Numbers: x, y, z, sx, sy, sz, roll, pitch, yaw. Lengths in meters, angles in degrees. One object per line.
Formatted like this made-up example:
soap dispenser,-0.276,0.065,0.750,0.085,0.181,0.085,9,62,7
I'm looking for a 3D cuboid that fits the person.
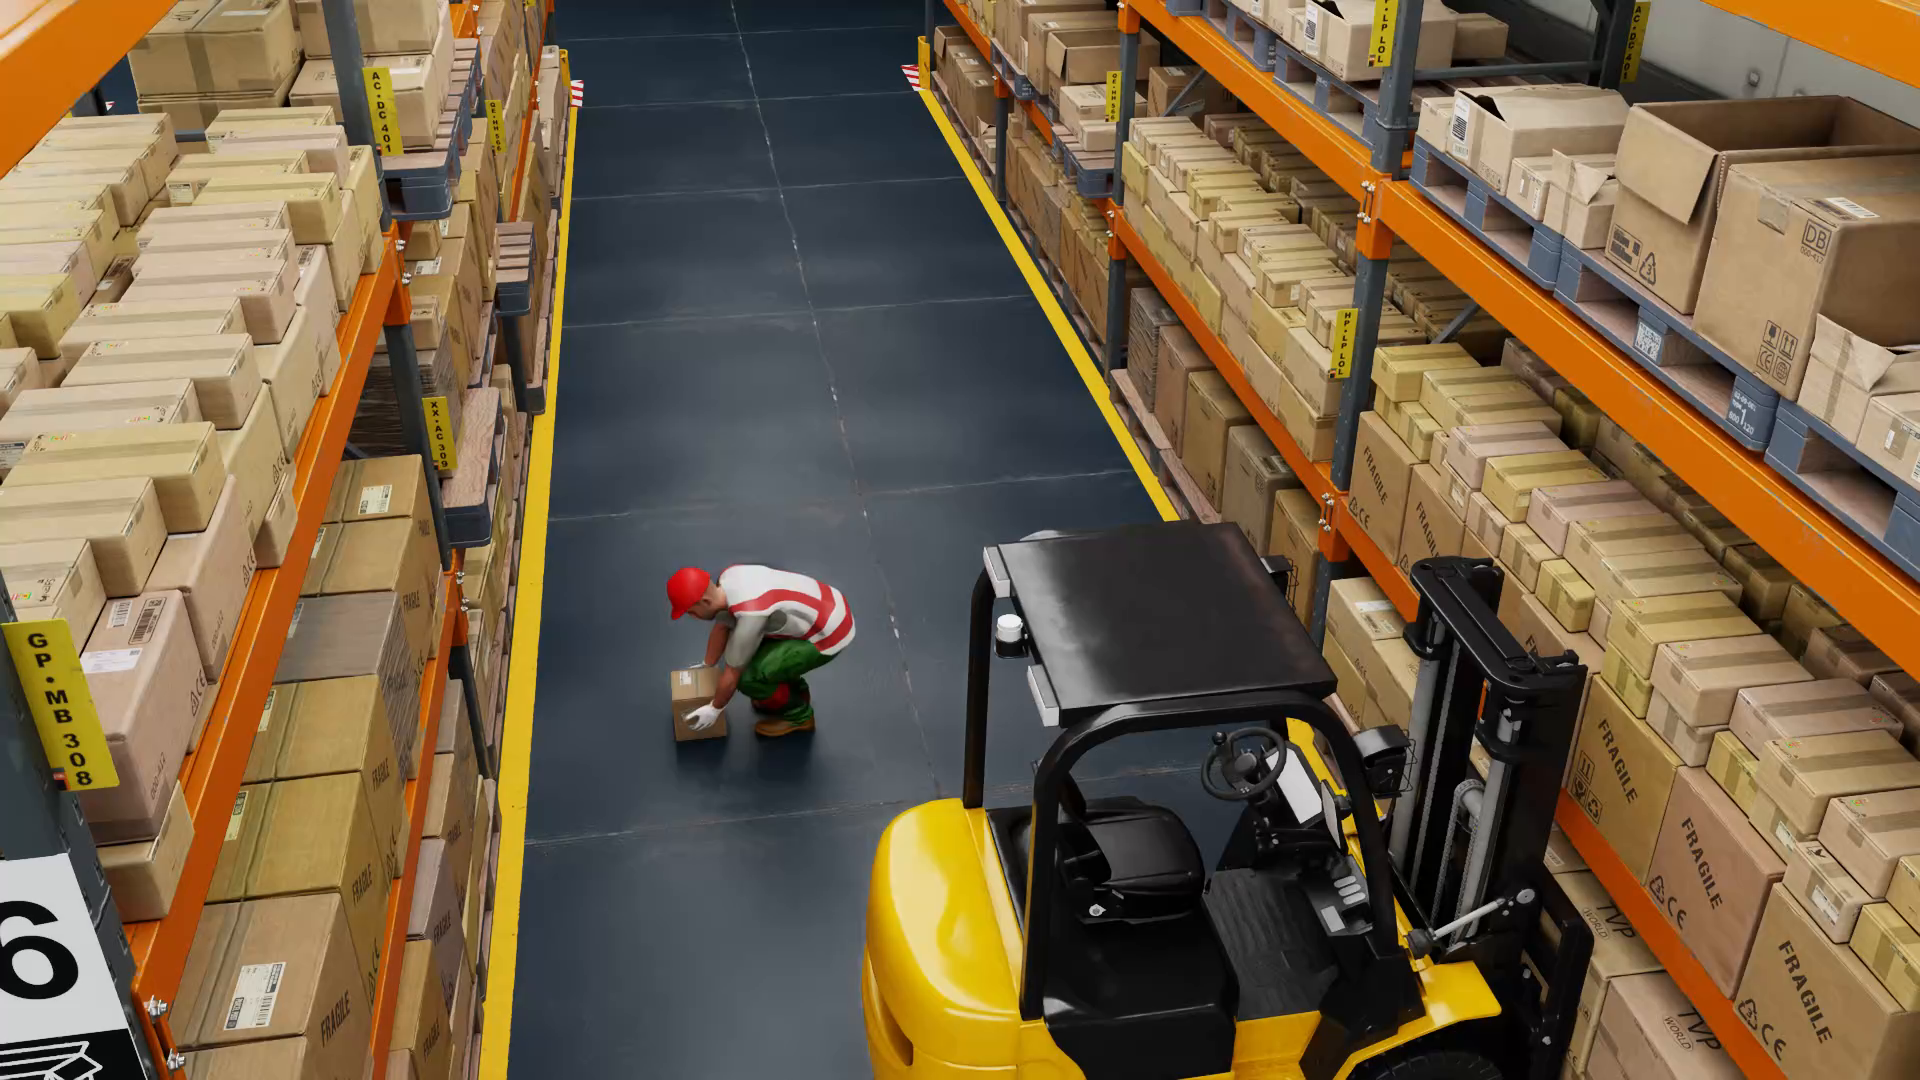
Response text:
person,-0.947,0.500,8.092,0.882,0.954,0.565,-5,31,-9
